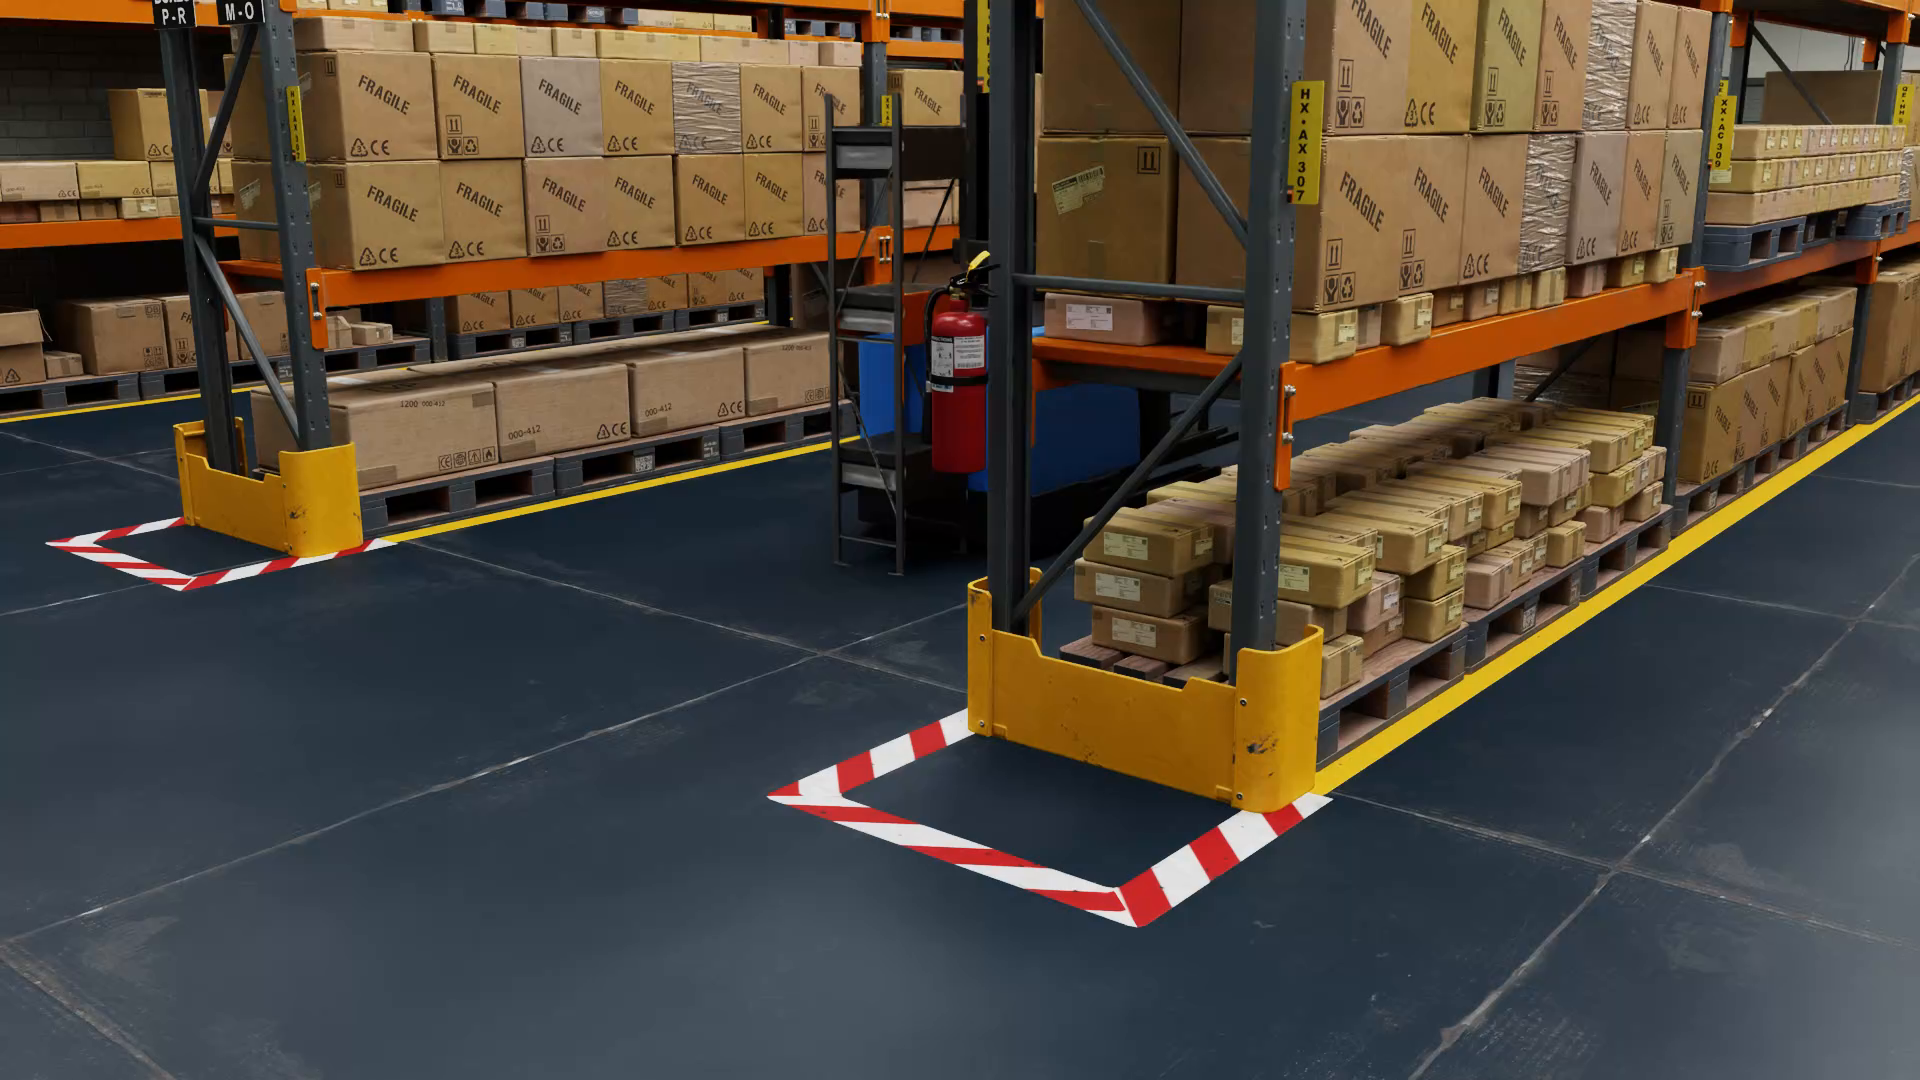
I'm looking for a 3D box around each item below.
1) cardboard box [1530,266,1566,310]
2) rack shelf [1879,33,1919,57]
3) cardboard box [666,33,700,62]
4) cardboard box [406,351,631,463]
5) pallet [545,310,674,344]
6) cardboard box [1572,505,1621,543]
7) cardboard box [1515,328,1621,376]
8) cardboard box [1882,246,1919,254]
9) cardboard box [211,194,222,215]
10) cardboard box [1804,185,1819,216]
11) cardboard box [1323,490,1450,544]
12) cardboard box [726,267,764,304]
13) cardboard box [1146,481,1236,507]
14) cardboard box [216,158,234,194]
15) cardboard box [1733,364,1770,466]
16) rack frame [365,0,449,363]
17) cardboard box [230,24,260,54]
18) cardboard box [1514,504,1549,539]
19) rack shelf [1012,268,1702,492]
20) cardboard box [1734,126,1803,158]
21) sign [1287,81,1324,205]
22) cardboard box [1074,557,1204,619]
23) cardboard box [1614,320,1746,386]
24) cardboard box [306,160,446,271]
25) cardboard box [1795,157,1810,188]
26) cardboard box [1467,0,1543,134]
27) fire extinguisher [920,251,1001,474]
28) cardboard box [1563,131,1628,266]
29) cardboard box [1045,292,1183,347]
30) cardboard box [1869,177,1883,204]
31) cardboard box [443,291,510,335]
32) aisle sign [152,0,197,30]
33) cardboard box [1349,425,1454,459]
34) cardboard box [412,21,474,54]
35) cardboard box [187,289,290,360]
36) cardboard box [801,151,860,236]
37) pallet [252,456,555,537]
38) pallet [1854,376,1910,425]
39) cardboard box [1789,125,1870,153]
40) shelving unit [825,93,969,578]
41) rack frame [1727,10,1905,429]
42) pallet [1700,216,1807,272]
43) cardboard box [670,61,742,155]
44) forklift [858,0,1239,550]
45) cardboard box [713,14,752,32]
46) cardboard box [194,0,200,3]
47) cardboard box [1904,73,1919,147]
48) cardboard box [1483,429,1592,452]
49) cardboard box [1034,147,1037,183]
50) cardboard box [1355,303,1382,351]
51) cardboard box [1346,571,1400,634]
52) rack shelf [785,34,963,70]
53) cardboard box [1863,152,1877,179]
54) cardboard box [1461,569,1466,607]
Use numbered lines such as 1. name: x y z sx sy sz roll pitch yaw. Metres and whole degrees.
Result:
1. cardboard box: 2.104 -0.987 6.428 0.380 0.149 0.250 12 18 39
2. rack shelf: 9.313 -4.531 15.235 1.077 0.370 4.000 11 18 38
3. cardboard box: -1.684 -2.762 9.350 0.380 0.149 0.250 11 18 36
4. cardboard box: -2.494 -0.771 9.418 0.875 0.438 0.875 12 18 39
5. pallet: -3.500 -2.069 15.841 1.003 0.211 1.213 11 18 38
6. cardboard box: 2.702 -0.107 7.390 0.380 0.149 0.250 11 18 36
7. cardboard box: 3.300 -1.048 8.857 0.500 0.250 0.500 11 18 36
8. cardboard box: 7.736 -2.023 13.711 1.050 0.750 0.750 11 18 37
9. cardboard box: -5.736 -2.510 12.422 0.380 0.149 0.250 11 18 37
10. cardboard box: 4.282 -1.795 8.753 0.380 0.149 0.250 10 18 35
11. cardboard box: 1.537 -0.063 6.006 0.380 0.149 0.250 10 17 35
12. cardboard box: -2.333 -2.669 16.759 0.500 0.500 0.500 12 19 39
13. cardboard box: 0.916 -0.104 6.169 0.380 0.149 0.250 11 18 36
14. cardboard box: -5.506 -2.769 12.632 0.500 0.250 0.500 11 18 37
15. cardboard box: 4.030 -0.705 9.029 0.500 0.500 0.500 12 19 40
16. rack frame: -4.749 -3.025 13.937 1.000 3.000 0.127 11 18 38
17. cardboard box: -3.330 -2.438 8.078 0.380 0.149 0.250 12 18 38
18. cardboard box: 2.199 -0.126 6.862 0.380 0.149 0.250 10 17 35
19. rack shelf: 1.771 -0.779 6.558 1.077 0.370 4.000 11 18 38
20. cardboard box: 3.967 -1.988 8.306 0.380 0.149 0.250 11 18 38
21. sign: 0.936 -1.080 4.525 0.100 0.325 0.005 11 18 38
22. cardboard box: 0.624 0.144 5.796 0.380 0.149 0.250 11 18 36
23. cardboard box: 3.698 -0.967 8.537 0.500 0.250 0.500 10 18 35
24. cardboard box: -2.875 -1.587 8.076 0.500 0.500 0.500 11 18 37
25. cardboard box: 4.120 -1.890 8.525 0.380 0.149 0.250 10 18 35
26. cardboard box: 1.659 -1.661 5.729 0.500 0.500 0.500 11 18 36
27. fire extinguisher: -0.003 -0.550 5.109 0.296 0.674 0.183 11 18 38
28. cardboard box: 2.303 -1.373 6.627 0.500 0.500 0.500 11 18 37
29. cardboard box: 0.499 -0.729 5.411 0.380 0.149 0.250 11 18 38
30. cardboard box: 5.271 -2.096 9.940 0.380 0.149 0.250 12 18 38
31. cardboard box: -4.270 -2.075 14.421 0.500 0.500 0.500 12 19 40
32. aisle sign: -3.686 -2.785 7.716 0.394 0.787 0.004 11 18 38
33. cardboard box: 1.941 -0.398 7.325 0.380 0.149 0.250 12 18 39
34. cardboard box: -2.599 -2.457 8.152 0.380 0.149 0.250 12 19 39
35. cardboard box: -5.585 -1.710 12.985 0.700 0.500 0.500 10 18 35
36. cardboard box: -0.978 -2.177 10.399 0.500 0.500 0.500 11 18 38
37. pallet: -2.958 -0.305 8.895 1.003 0.211 1.213 11 18 38
38. pallet: 6.096 -1.065 11.885 1.003 0.211 1.213 11 18 38
39. cardboard box: 4.945 -2.287 9.483 0.380 0.149 0.250 11 18 38
40. shelving unit: -0.274 -0.924 7.497 0.431 2.100 0.503 10 17 34
41. rack frame: 5.542 -2.277 10.993 1.000 3.000 0.127 11 18 38
42. pallet: 3.622 -1.542 8.489 1.003 0.211 1.213 11 18 38
43. cardboard box: -1.605 -2.462 9.490 0.500 0.500 0.500 12 18 38
44. forklift: 0.760 -1.682 8.792 1.130 2.935 3.031 10 17 34
45. cardboard box: -2.368 -5.036 16.067 0.500 0.250 0.500 11 18 36
46. cardboard box: -5.690 -3.943 11.970 0.380 0.149 0.250 12 18 39
47. cardboard box: 6.470 -3.090 11.960 0.700 0.500 0.500 11 18 37
48. cardboard box: 2.503 -0.371 7.220 0.380 0.149 0.250 12 19 39
49. cardboard box: 0.254 -2.664 11.808 0.500 0.250 0.500 12 18 38
50. cardboard box: 1.100 -0.689 5.255 0.380 0.149 0.250 12 19 40
51. cardboard box: 1.259 0.185 5.635 0.380 0.149 0.250 11 18 37
52. rack shelf: -0.978 -5.279 18.180 1.077 0.370 4.000 11 18 38
53. cardboard box: 5.098 -2.188 9.695 0.380 0.149 0.250 11 18 38
54. cardboard box: 1.676 0.176 6.276 0.380 0.149 0.250 11 18 38
